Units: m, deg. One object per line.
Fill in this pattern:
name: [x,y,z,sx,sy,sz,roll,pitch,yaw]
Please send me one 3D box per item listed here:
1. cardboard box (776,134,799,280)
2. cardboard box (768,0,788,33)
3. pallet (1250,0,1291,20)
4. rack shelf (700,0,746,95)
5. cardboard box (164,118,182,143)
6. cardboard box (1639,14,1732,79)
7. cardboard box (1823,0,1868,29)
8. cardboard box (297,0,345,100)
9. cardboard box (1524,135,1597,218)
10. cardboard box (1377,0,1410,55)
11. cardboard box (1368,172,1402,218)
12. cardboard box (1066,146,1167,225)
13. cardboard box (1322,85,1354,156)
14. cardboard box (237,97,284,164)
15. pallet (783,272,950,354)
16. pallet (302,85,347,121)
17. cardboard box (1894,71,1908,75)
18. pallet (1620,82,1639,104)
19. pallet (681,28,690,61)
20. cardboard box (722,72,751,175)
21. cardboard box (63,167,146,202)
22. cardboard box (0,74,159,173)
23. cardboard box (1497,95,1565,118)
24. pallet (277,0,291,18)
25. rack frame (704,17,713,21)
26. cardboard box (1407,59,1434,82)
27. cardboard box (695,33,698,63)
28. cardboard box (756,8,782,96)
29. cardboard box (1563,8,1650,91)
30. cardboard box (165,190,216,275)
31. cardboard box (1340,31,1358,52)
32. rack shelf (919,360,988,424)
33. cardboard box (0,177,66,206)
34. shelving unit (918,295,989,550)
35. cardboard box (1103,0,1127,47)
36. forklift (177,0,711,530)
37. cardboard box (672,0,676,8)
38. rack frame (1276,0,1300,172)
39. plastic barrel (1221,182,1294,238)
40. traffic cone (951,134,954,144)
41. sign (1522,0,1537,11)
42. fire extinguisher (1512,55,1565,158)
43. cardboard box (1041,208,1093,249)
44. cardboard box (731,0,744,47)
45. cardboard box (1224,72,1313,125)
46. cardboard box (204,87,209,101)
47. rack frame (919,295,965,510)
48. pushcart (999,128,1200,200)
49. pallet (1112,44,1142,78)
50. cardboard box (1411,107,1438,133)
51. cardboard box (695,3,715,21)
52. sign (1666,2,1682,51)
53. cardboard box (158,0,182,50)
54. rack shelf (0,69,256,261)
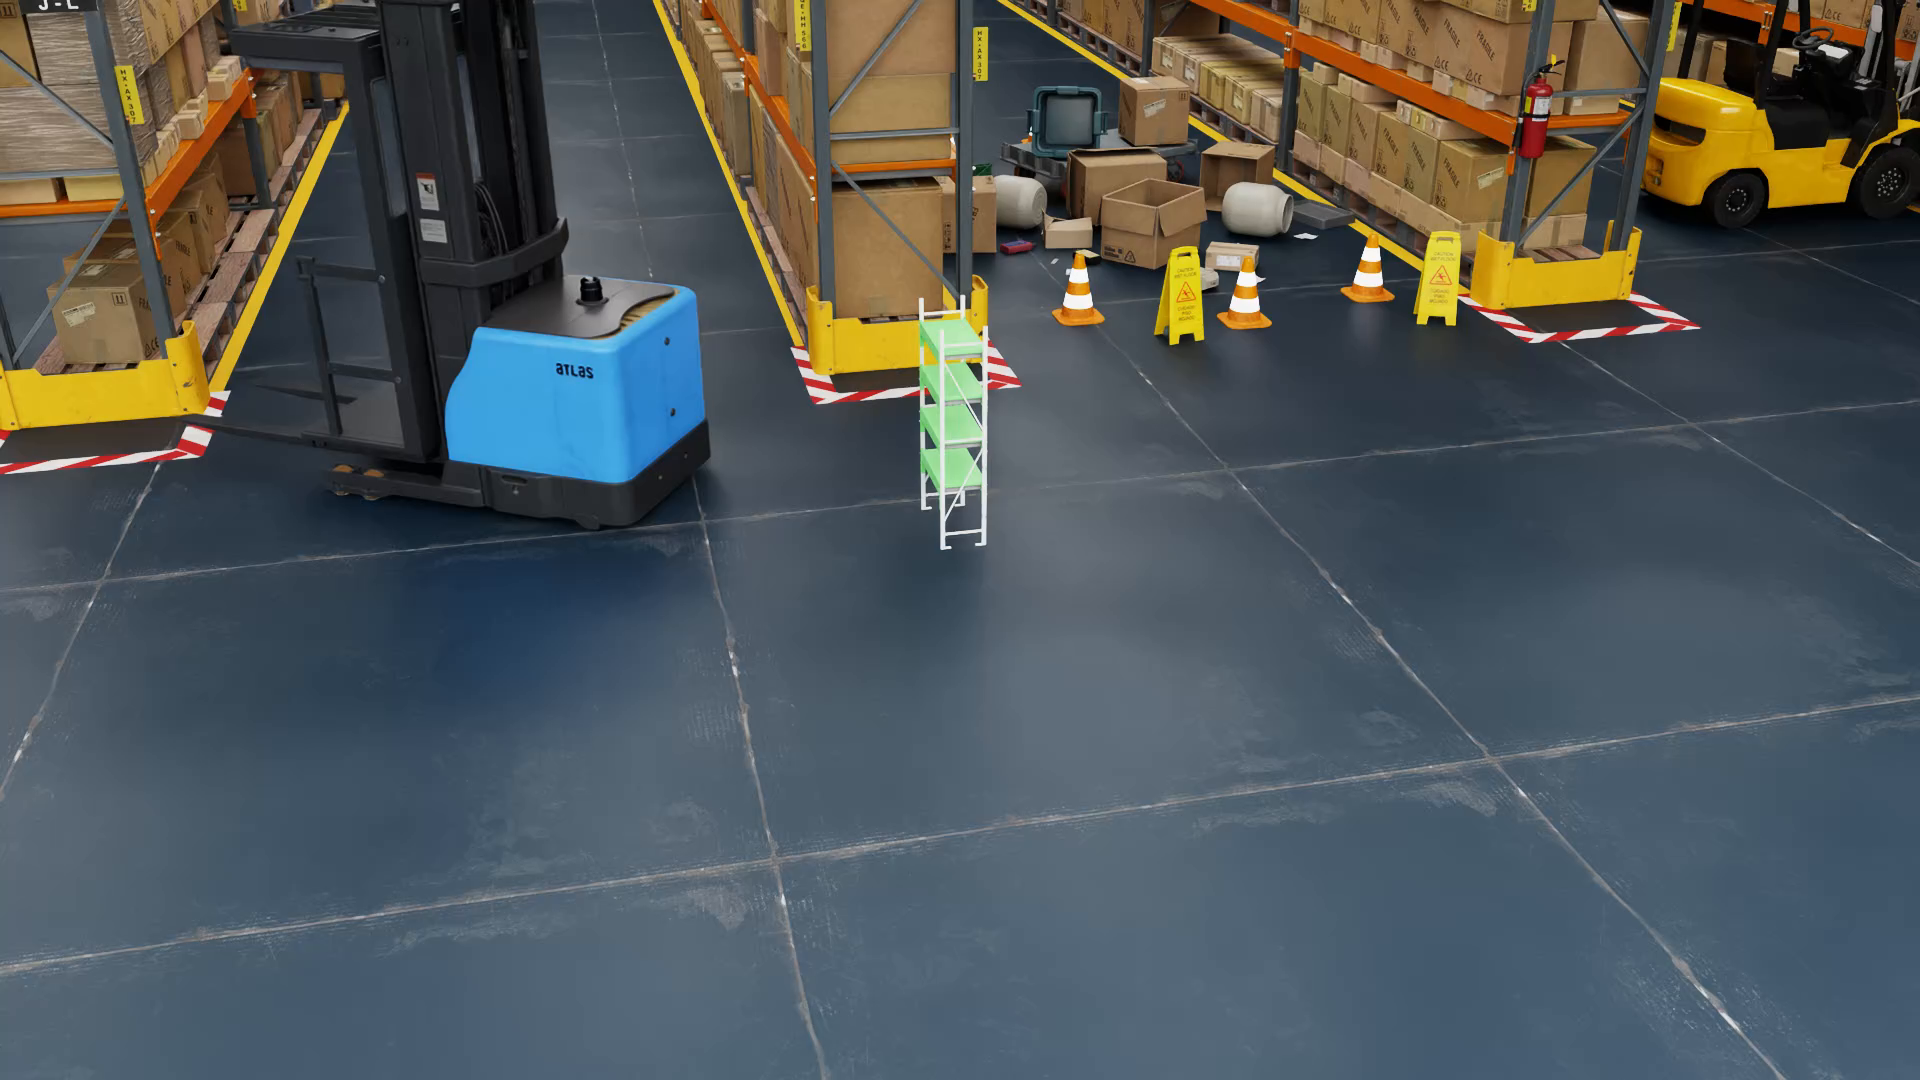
cardboard box: [-0.835,-2.473,12.213,0.875,0.875,0.875,-6,27,-12]
cardboard box: [-0.918,-3.984,11.950,0.875,0.550,0.500,-6,27,-12]
pallet: [3.450,-5.125,15.788,1.003,0.211,1.213,-6,27,-12]
rack shelf: [-1.770,-4.870,15.868,1.077,0.370,4.000,-6,27,-12]
cardboard box: [-5.393,-2.683,11.016,0.380,0.149,0.250,-6,27,-12]
cardboard box: [7.848,-5.393,18.274,0.875,0.625,0.625,-7,28,-14]
cardboard box: [8.295,-4.962,15.142,0.500,0.500,0.500,-5,27,-11]
cardboard box: [-7.211,-5.154,17.524,1.225,0.875,0.875,-7,28,-14]
cardboard box: [4.464,-2.792,12.705,0.500,0.500,0.500,-7,28,-13]
cardboard box: [3.678,-4.157,13.215,0.500,0.500,0.500,-6,27,-11]
cardboard box: [3.705,-2.849,13.651,0.500,0.250,0.500,-7,28,-13]
cardboard box: [1.301,-2.974,13.933,0.797,0.637,0.503,-6,27,-12]
cardboard box: [3.483,-3.635,14.376,0.500,0.500,0.500,-5,27,-10]
cardboard box: [-6.507,-3.663,14.964,0.700,0.500,0.500,-8,28,-16]
pallet: [-0.674,-1.655,11.796,1.003,0.211,1.213,-6,27,-12]
pallet: [-7.180,-4.719,17.865,1.003,0.211,1.213,-6,27,-12]
cardboard box: [8.348,-4.085,14.991,0.500,0.250,0.500,-5,27,-10]
pallet: [7.833,-4.977,18.377,1.003,0.211,1.213,-6,27,-12]
pallet: [-2.945,-6.239,20.876,1.003,0.211,1.213,-6,27,-12]
cardboard box: [-1.547,-3.760,14.901,1.050,0.750,0.750,-6,27,-12]
cardboard box: [-5.105,-2.135,9.930,0.380,0.149,0.250,-6,27,-12]
cardboard box: [-5.370,-2.520,9.972,0.875,0.500,0.500,-6,27,-12]
cardboard box: [4.089,-3.135,11.910,0.380,0.149,0.250,-5,27,-10]
pallet: [-6.590,-4.660,14.866,1.003,0.211,1.213,-6,27,-12]
rack frame: [-2.221,-6.069,17.446,1.000,3.000,0.127,-6,27,-12]
cardboard box: [3.733,-3.689,13.009,0.380,0.149,0.250,-6,27,-12]
cardboard box: [-2.737,-5.632,18.886,0.500,0.500,0.500,-5,27,-10]
cardboard box: [-1.071,-3.731,12.647,0.875,0.550,0.550,-6,27,-12]
cardboard box: [4.546,-3.518,11.950,0.500,0.500,0.500,-6,27,-12]
cardboard box: [-5.770,-2.231,12.149,0.500,0.500,0.500,-8,28,-16]
cardboard box: [3.458,-4.246,14.112,0.380,0.149,0.250,-5,27,-10]
rack shelf: [-0.037,-0.766,8.544,0.258,0.148,0.480,-6,27,-12]
cardboard box: [-5.538,-2.090,9.841,0.380,0.149,0.250,-6,27,-12]
shelving unit: [-0.037,-0.608,8.624,0.258,1.200,0.503,-6,27,-12]
cardboard box: [2.308,-6.559,20.308,0.875,0.875,0.875,-6,27,-11]
forklift: [-3.005,-1.742,8.949,3.031,2.935,1.130,8,28,16]
cardboard box: [-3.576,-7.096,21.848,0.380,0.149,0.250,-7,28,-14]
rack frame: [3.481,-4.860,15.050,1.000,3.000,0.127,-6,27,-12]
plastic barrel: [2.442,-2.707,13.644,0.512,0.421,0.421,13,30,24]
traffic cone: [-0.150,-3.923,16.009,0.336,0.463,0.334,-6,27,-12]
sign: [3.837,-3.715,11.145,0.100,0.325,0.005,-6,27,-12]
fire extinguisher: [3.959,-2.973,11.397,0.296,0.674,0.183,-6,27,-12]
cardboard box: [0.863,-2.525,13.458,0.396,0.266,0.258,-1,27,-3]
cardboard box: [-1.697,-4.560,14.344,0.500,0.500,0.500,-6,27,-12]
cardboard box: [3.195,-4.420,16.628,0.950,0.372,0.625,-4,27,-8]
cardboard box: [-5.702,-3.229,12.098,0.380,0.149,0.250,-6,27,-12]
rack frame: [-0.092,-0.715,8.836,0.240,1.200,0.015,-6,27,-12]
pushcart: [1.271,-3.436,15.139,1.648,0.377,0.936,-16,31,-29]
pallet: [2.475,-5.725,19.859,1.003,0.211,1.213,-6,27,-12]
cardboard box: [3.746,-3.279,12.951,0.380,0.149,0.250,-5,27,-11]
cardboard box: [-2.630,-5.749,18.288,0.500,0.250,0.500,-7,28,-13]
sign: [4.911,-3.546,11.486,0.100,0.325,0.005,-6,27,-12]
cardboard box: [-5.351,-3.430,10.667,0.500,0.500,0.500,-6,27,-12]
rack shelf: [-5.724,-2.655,11.479,1.077,0.370,4.000,-6,27,-12]
